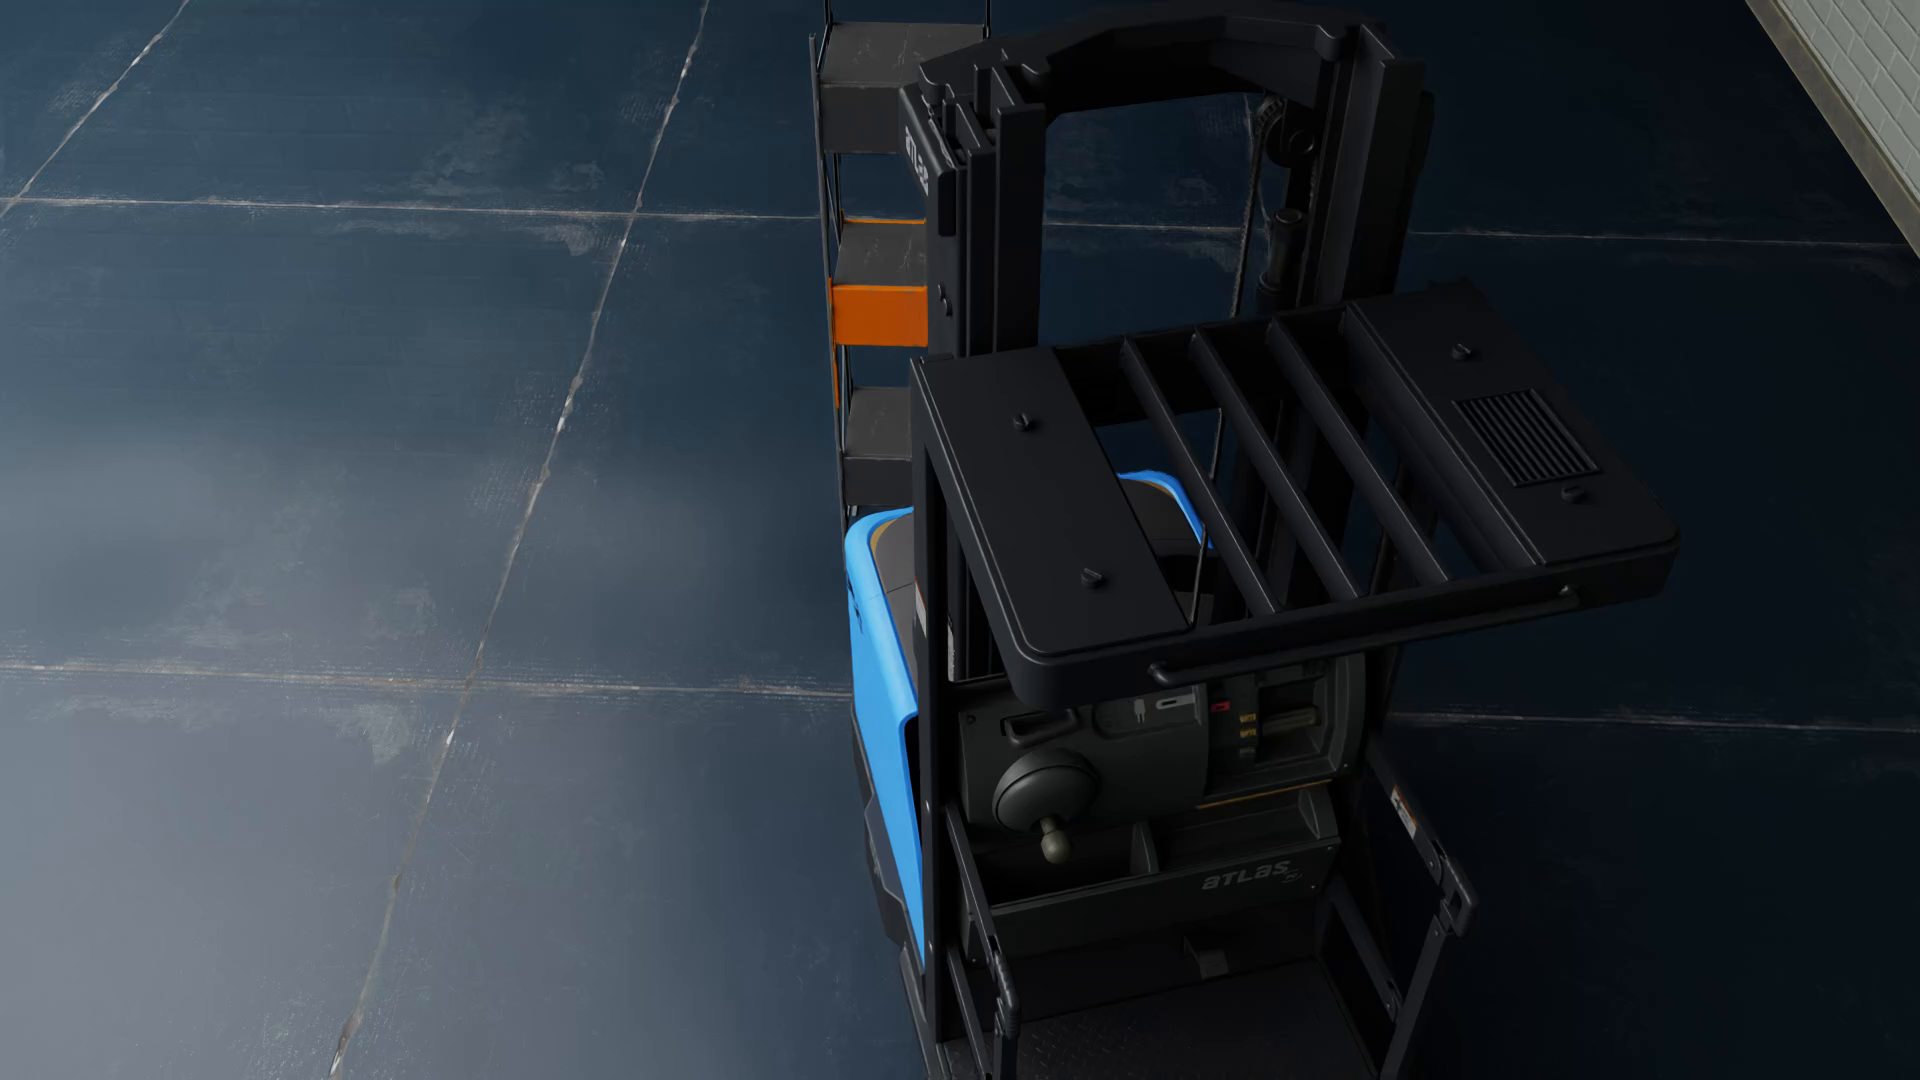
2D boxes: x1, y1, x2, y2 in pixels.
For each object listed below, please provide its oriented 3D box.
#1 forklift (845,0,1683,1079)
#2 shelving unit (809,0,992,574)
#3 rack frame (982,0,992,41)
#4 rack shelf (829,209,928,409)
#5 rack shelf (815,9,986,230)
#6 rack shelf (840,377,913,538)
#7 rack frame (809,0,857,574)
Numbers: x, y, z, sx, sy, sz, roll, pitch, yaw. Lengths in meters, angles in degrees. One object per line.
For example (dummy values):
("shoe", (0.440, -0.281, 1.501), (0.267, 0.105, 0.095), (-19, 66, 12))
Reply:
("forklift", (0.509, 0.542, 3.518), (1.130, 2.935, 3.031), (-10, 44, -10))
("shelving unit", (-0.165, -0.773, 5.540), (0.503, 2.100, 0.431), (2, 43, 2))
("rack frame", (0.078, -0.766, 5.532), (0.015, 2.100, 0.400), (2, 43, 2))
("rack shelf", (-0.165, -0.763, 5.549), (0.480, 0.518, 0.431), (2, 43, 2))
("rack shelf", (-0.165, -1.276, 5.072), (0.480, 0.518, 0.431), (2, 43, 2))
("rack shelf", (-0.165, -0.251, 6.026), (0.480, 0.518, 0.431), (2, 43, 2))
("rack frame", (-0.409, -0.781, 5.548), (0.015, 2.100, 0.400), (2, 43, 2))
